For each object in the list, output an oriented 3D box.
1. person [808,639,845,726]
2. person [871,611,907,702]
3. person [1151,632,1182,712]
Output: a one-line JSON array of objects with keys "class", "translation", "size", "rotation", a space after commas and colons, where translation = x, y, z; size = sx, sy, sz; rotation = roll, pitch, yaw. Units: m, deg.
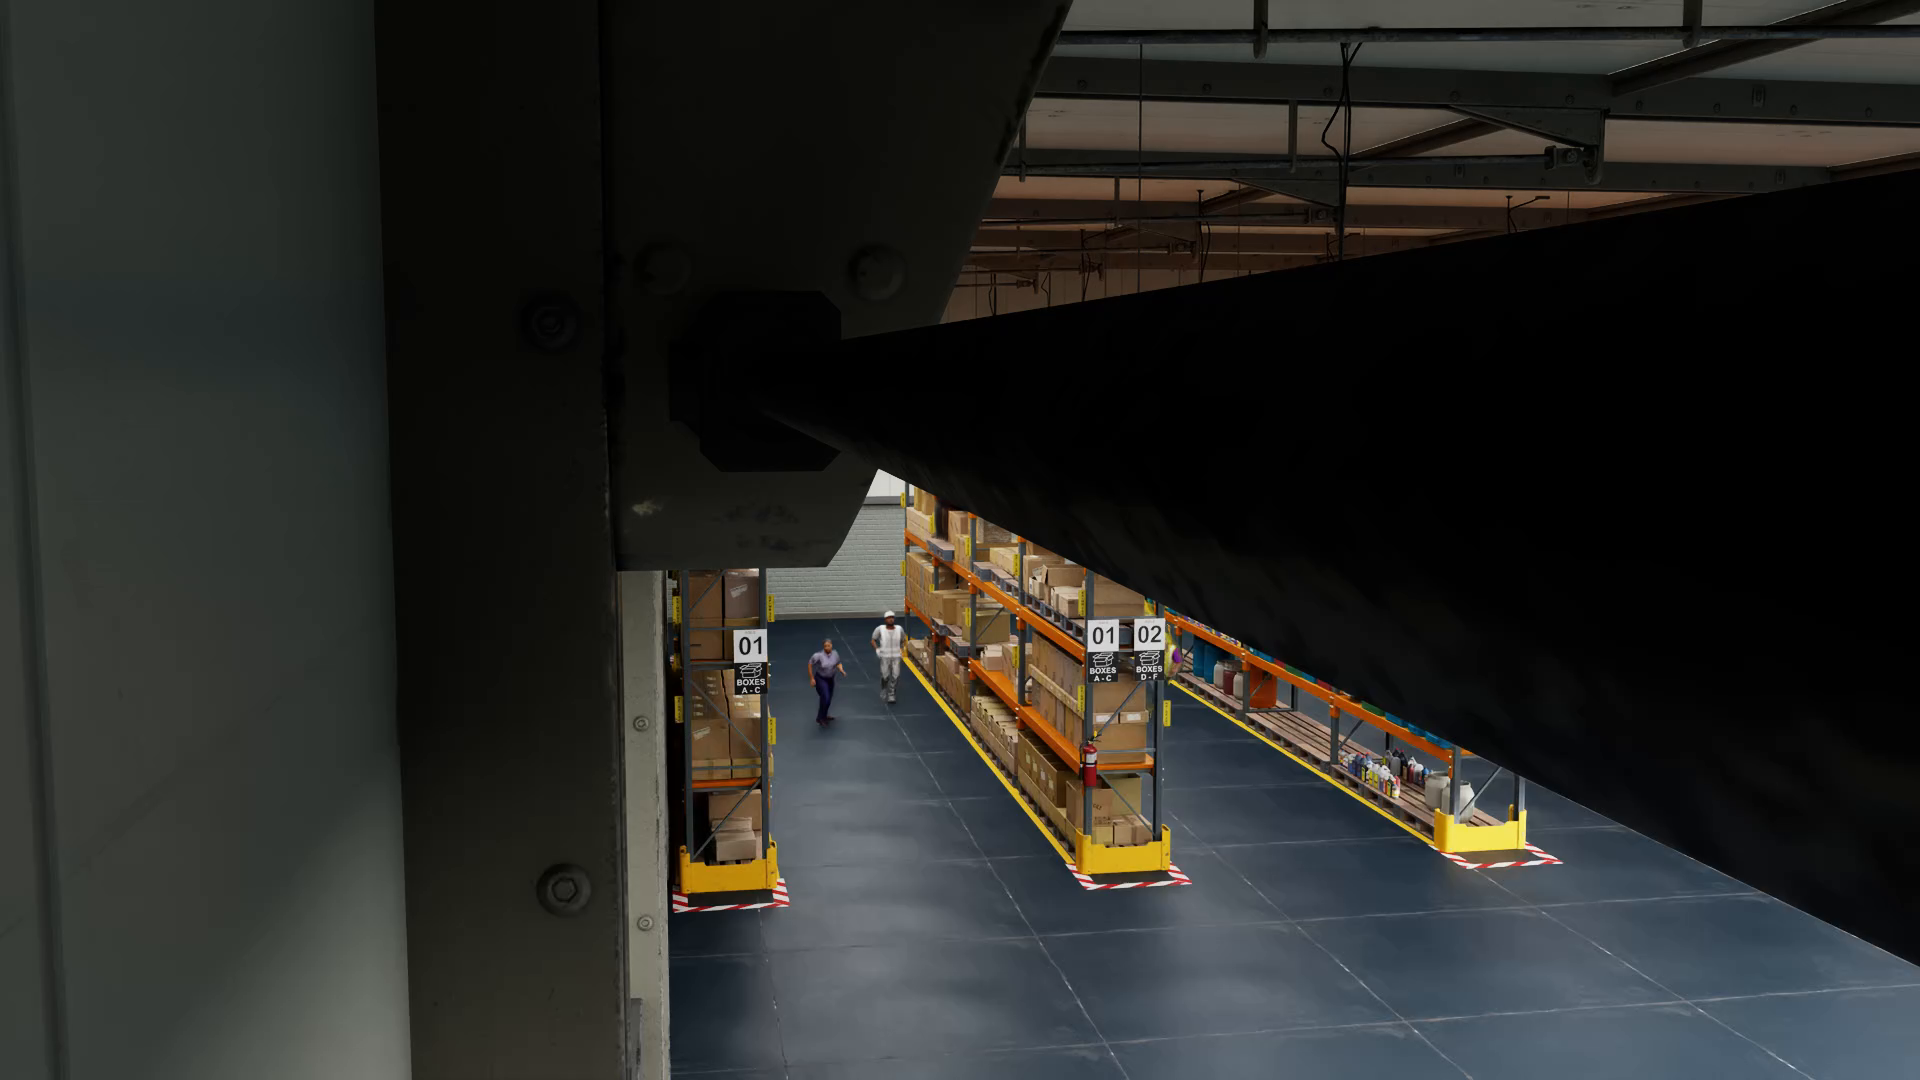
[{"class": "person", "translation": [-2.342, 2.530, 29.527], "size": [0.811, 1.625, 0.637], "rotation": [5, 8, 39]}, {"class": "person", "translation": [-1.314, 2.212, 31.347], "size": [0.679, 1.736, 0.585], "rotation": [-1, 6, -12]}, {"class": "person", "translation": [3.633, 2.402, 30.033], "size": [0.715, 1.597, 1.077], "rotation": [0, 6, 2]}]
